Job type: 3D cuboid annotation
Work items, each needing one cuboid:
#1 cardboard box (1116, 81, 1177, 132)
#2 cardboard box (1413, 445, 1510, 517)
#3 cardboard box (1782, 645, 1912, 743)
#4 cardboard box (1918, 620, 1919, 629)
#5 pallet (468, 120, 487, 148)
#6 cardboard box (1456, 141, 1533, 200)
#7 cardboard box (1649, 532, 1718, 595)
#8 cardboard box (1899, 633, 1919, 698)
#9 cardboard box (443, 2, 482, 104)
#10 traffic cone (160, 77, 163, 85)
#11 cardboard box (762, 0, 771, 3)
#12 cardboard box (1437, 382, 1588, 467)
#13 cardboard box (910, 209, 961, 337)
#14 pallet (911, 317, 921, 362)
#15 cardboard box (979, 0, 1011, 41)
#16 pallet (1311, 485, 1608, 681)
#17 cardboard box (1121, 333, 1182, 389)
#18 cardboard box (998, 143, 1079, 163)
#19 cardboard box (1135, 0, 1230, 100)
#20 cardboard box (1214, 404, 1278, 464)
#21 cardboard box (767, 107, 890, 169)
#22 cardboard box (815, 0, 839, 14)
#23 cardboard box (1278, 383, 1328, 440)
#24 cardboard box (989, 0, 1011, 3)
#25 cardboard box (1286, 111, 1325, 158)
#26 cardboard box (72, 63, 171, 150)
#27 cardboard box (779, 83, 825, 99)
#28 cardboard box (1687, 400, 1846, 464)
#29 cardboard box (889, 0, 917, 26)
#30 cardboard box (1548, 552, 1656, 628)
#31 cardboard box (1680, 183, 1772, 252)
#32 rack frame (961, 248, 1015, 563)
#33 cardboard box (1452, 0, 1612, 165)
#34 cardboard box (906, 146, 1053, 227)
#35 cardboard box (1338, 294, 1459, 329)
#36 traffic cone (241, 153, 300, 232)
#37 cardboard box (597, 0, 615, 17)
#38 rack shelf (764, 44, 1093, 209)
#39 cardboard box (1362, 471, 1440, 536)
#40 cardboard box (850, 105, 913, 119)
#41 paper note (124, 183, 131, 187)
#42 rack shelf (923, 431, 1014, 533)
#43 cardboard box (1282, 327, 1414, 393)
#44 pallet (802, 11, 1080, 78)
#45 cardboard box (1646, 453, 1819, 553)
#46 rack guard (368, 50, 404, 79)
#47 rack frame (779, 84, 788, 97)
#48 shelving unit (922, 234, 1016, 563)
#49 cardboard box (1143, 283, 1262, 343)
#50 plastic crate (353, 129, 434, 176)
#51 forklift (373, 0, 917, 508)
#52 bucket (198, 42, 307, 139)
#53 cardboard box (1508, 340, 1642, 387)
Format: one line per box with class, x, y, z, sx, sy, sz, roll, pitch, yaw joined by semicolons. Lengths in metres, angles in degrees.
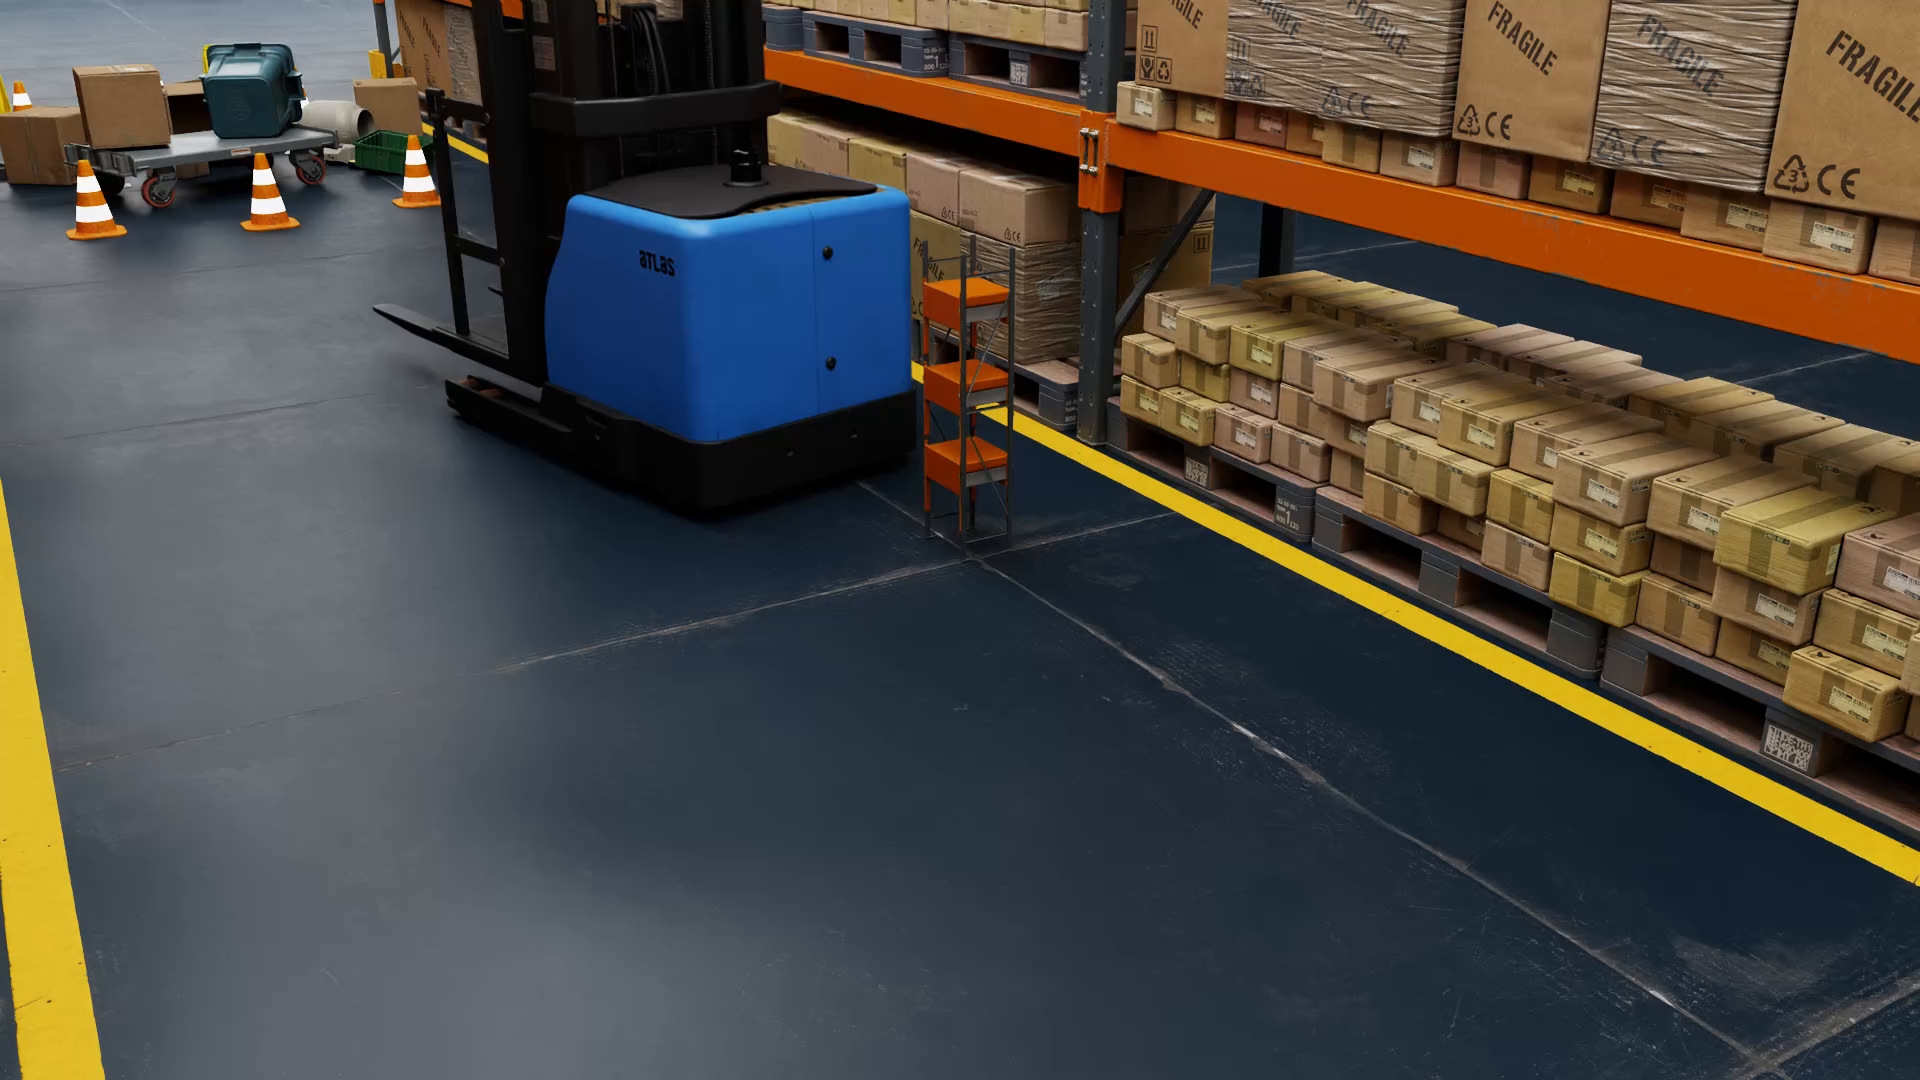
cardboard box;0.800;-1.603;6.106;0.380;0.149;0.250;-12;25;-26
cardboard box;1.643;-0.210;5.179;0.380;0.149;0.250;-12;25;-28
cardboard box;2.314;0.353;4.189;0.380;0.149;0.250;-12;25;-27
cardboard box;2.492;0.148;3.901;0.380;0.149;0.250;-12;25;-28
pallet;-3.471;-3.433;13.978;1.003;0.211;1.213;-13;25;-28
cardboard box;1.692;-1.109;4.889;0.380;0.149;0.250;-12;25;-26
cardboard box;2.150;0.018;4.616;0.380;0.149;0.250;-13;25;-29
cardboard box;2.465;0.293;3.941;0.380;0.149;0.250;-13;26;-30
cardboard box;-3.874;-4.182;14.382;0.875;0.875;0.875;-12;25;-28
traffic cone;-7.287;-4.031;15.115;0.336;0.463;0.334;-13;25;-28
cardboard box;-0.914;-2.977;8.928;0.380;0.149;0.250;-11;25;-26
cardboard box;1.711;-0.362;5.156;0.380;0.149;0.250;-12;25;-28
cardboard box;0.081;-1.268;7.710;0.500;0.500;0.500;-13;26;-29
pallet;-0.089;-1.230;8.556;1.003;0.211;1.213;-13;25;-28
cardboard box;0.305;-2.208;7.036;0.380;0.149;0.250;-13;25;-28
pallet;1.938;0.023;5.473;1.003;0.211;1.213;-13;25;-28
cardboard box;0.847;-0.707;6.401;0.380;0.149;0.250;-11;25;-26
cardboard box;0.513;-1.720;7.826;0.500;0.250;0.500;-12;25;-27
cardboard box;0.973;-1.850;5.851;0.500;0.500;0.500;-13;26;-29
cardboard box;1.154;-0.412;6.070;0.380;0.149;0.250;-13;25;-28
cardboard box;-0.703;-2.119;8.808;0.500;0.250;0.500;-13;25;-29
cardboard box;-0.499;-2.717;8.288;0.380;0.149;0.250;-12;25;-27
cardboard box;1.344;-0.483;5.848;0.380;0.149;0.250;-14;26;-31
cardboard box;0.304;-2.347;6.983;0.380;0.149;0.250;-11;25;-26
cardboard box;1.311;-1.369;5.529;0.380;0.149;0.250;-14;26;-31
cardboard box;-5.838;-3.024;11.582;0.500;0.500;0.500;-13;25;-28
cardboard box;-1.340;-2.536;10.497;1.050;0.750;0.750;-13;25;-29
cardboard box;2.411;-0.292;4.985;0.380;0.149;0.250;-12;25;-26
cardboard box;-0.104;-2.464;7.666;0.380;0.149;0.250;-11;25;-26
cardboard box;1.931;0.103;4.804;0.380;0.149;0.250;-14;26;-31
cardboard box;2.075;-0.849;4.251;0.380;0.149;0.250;-14;26;-31
rack frame;0.090;-0.430;5.474;0.200;1.050;0.008;-13;25;-28
cardboard box;1.758;-1.353;4.629;0.500;0.500;0.500;-11;25;-26
cardboard box;0.088;-1.620;7.579;0.500;0.250;0.500;-11;25;-26
cardboard box;1.640;-0.804;6.245;0.380;0.149;0.250;-13;25;-29
traffic cone;-4.509;-2.270;10.783;0.336;0.463;0.334;-13;25;-28
cardboard box;-2.076;-3.633;10.634;0.500;0.500;0.500;-13;26;-29
rack shelf;-0.085;-2.188;8.168;1.077;0.370;4.000;-13;25;-28
cardboard box;1.545;-0.156;5.441;0.380;0.149;0.250;-13;26;-30
cardboard box;-0.264;-2.221;9.058;0.500;0.250;0.500;-12;25;-27
paper note;-6.157;-2.603;12.176;0.148;0.019;0.142;-13;25;-28
rack shelf;0.027;-0.202;5.680;0.215;0.259;0.240;-13;25;-28
cardboard box;1.349;-0.619;5.790;0.380;0.149;0.250;-13;26;-30
pallet;-0.060;-2.447;8.104;1.003;0.211;1.213;-13;25;-28
cardboard box;2.094;-0.099;4.511;0.380;0.149;0.250;-14;26;-30
rack guard;-5.205;-4.609;16.486;1.175;0.500;0.348;-13;25;-28
rack frame;-1.106;-3.169;9.625;1.000;3.000;0.127;-13;25;-28
shelving unit;0.027;-0.469;5.571;0.215;1.050;0.252;-13;25;-28
cardboard box;0.935;-0.872;6.413;0.380;0.149;0.250;-11;25;-26
plastic crate;-4.365;-2.992;12.848;0.450;0.188;0.662;9;22;-4
forklift;-1.542;-1.941;6.695;1.130;2.935;3.031;-19;29;-39
bucket;-5.201;-3.252;12.158;0.726;0.611;0.620;-4;32;-10
cardboard box;2.072;-0.551;5.621;0.380;0.149;0.250;-14;26;-30
